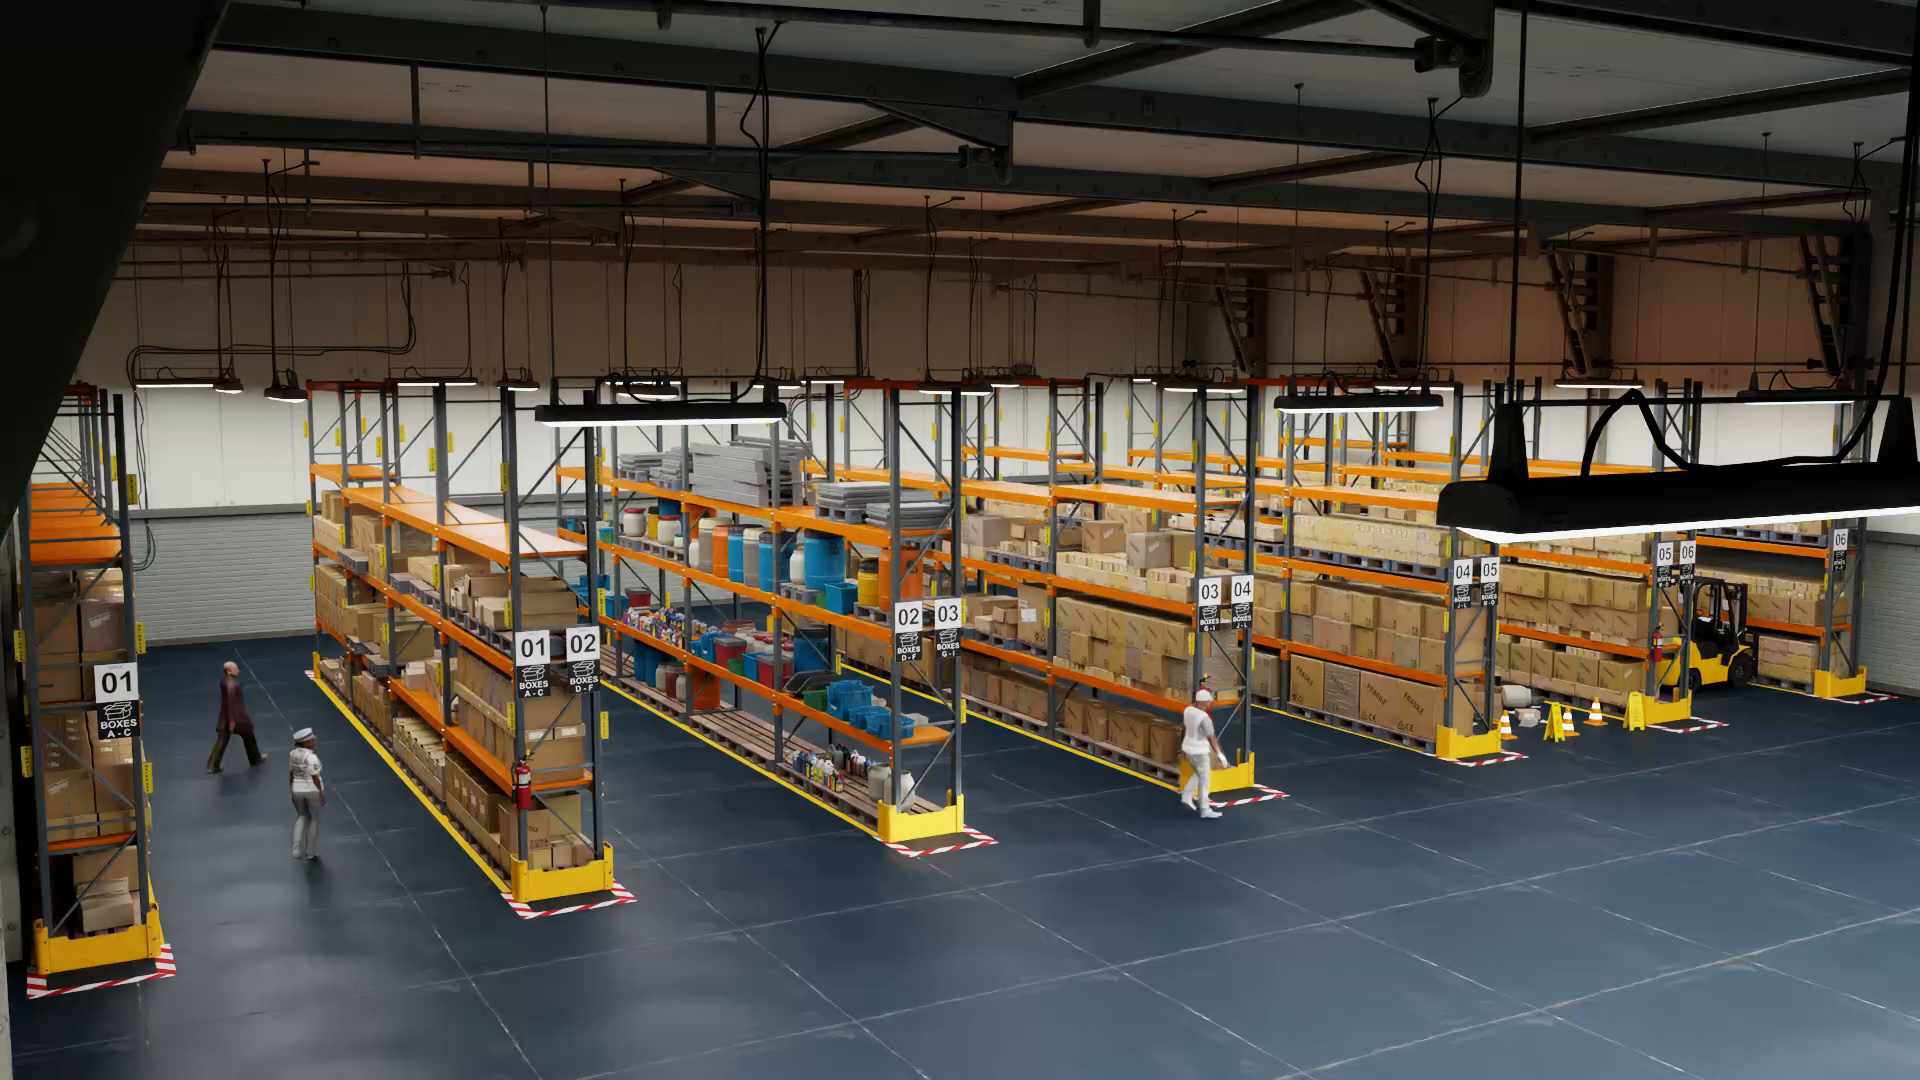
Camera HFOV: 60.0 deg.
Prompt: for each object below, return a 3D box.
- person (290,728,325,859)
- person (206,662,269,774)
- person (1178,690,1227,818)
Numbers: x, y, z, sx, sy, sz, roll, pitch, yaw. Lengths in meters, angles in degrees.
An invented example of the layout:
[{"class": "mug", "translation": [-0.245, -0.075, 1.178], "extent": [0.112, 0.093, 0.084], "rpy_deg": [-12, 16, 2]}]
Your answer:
[{"class": "person", "translation": [-8.331, 3.228, 21.219], "extent": [0.460, 1.687, 0.432], "rpy_deg": [0, 6, 5]}, {"class": "person", "translation": [-11.249, 2.781, 25.778], "extent": [0.533, 1.636, 1.161], "rpy_deg": [2, 6, 16]}, {"class": "person", "translation": [3.366, 2.978, 23.273], "extent": [0.507, 1.784, 0.763], "rpy_deg": [-2, 6, -20]}]
